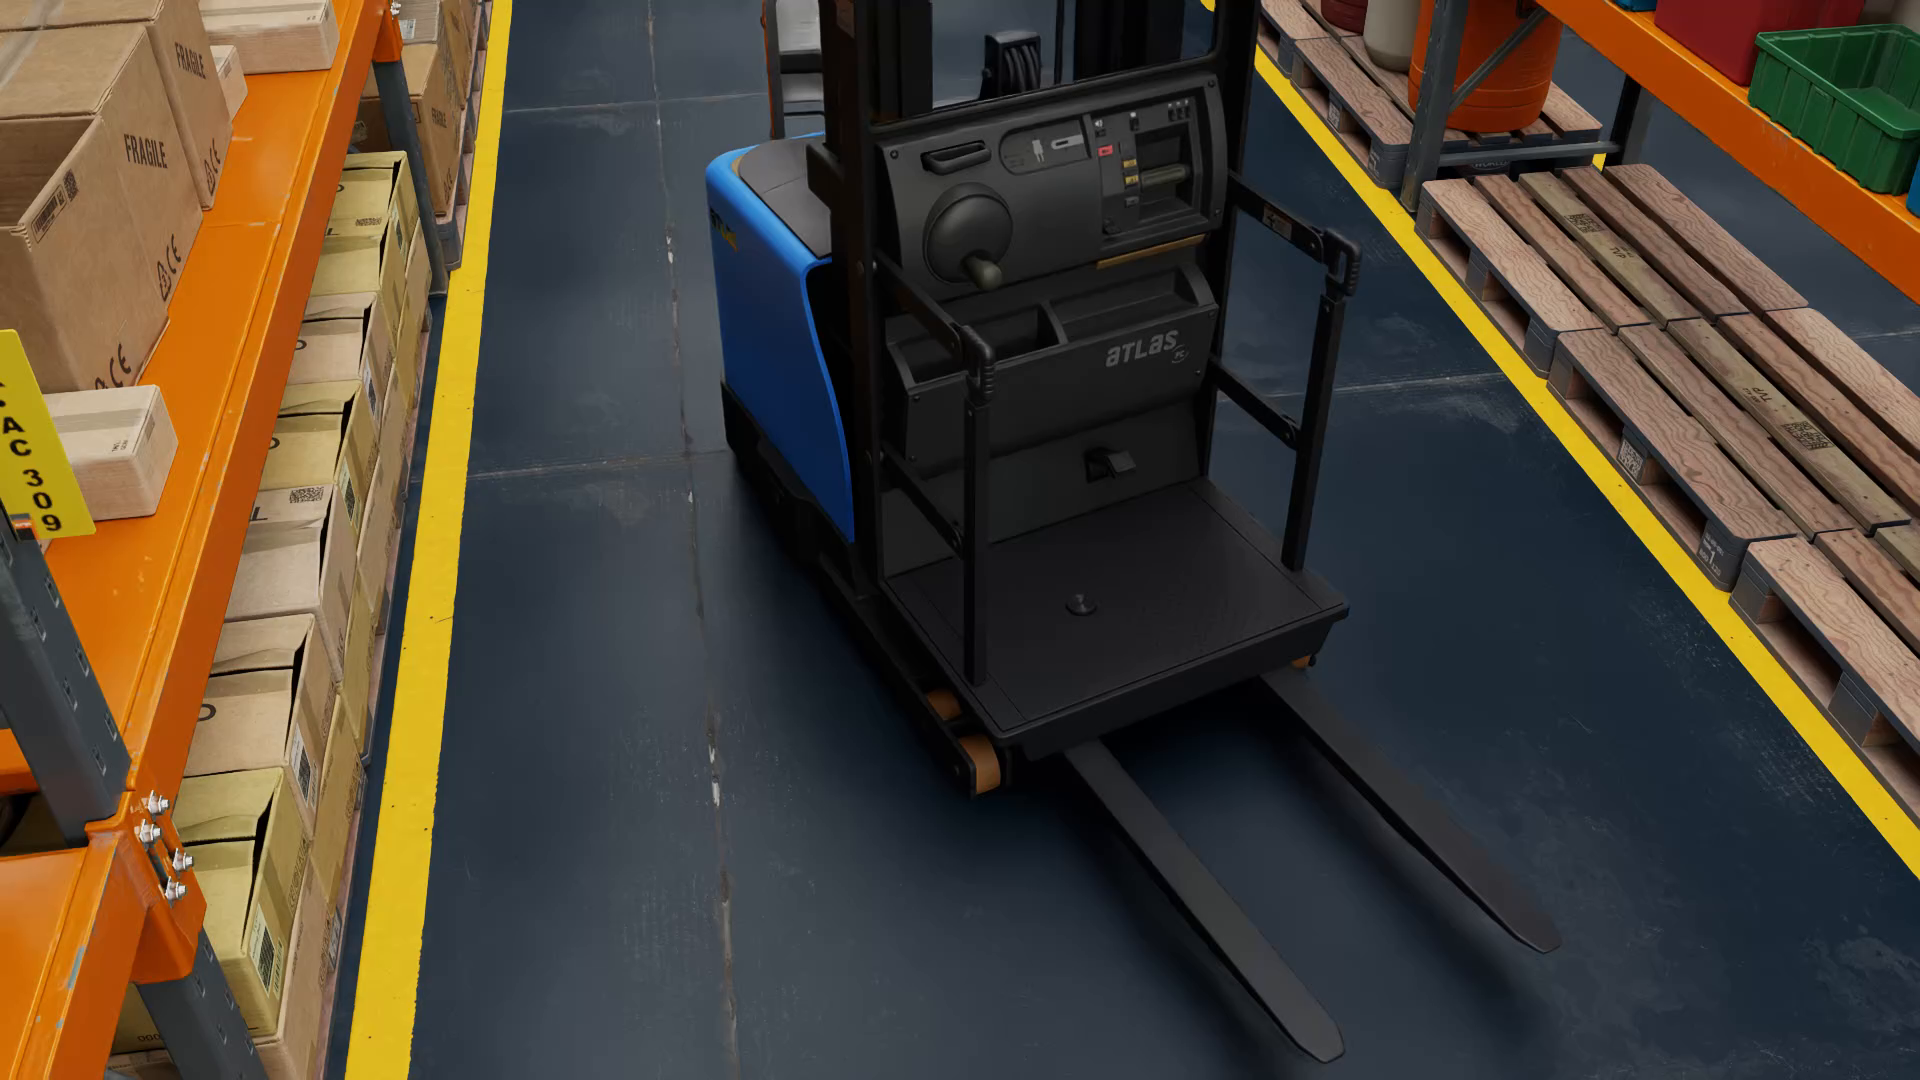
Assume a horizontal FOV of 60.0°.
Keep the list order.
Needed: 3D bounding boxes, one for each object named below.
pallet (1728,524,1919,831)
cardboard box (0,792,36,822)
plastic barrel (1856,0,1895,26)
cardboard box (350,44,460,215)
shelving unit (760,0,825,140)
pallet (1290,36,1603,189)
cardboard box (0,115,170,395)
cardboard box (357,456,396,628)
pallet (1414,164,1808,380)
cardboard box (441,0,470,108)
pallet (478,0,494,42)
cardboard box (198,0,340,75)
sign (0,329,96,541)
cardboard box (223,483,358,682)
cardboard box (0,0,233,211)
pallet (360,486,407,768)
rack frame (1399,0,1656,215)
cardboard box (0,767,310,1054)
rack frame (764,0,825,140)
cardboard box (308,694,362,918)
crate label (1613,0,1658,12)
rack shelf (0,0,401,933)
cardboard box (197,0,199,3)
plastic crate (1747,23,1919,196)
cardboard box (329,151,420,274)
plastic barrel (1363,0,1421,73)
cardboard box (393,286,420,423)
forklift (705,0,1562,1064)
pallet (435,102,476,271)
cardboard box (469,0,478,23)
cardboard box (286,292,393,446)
[{"bbox_3d":[2.905,0.401,4.562,1.003,0.211,1.213,-6,38,-8],"label":"pallet"},{"bbox_3d":[-2.247,0.472,3.640,0.500,0.311,0.500,-5,38,-7],"label":"cardboard box"},{"bbox_3d":[2.844,-1.837,5.079,0.421,0.512,0.421,0,38,0],"label":"plastic barrel"},{"bbox_3d":[-2.296,-1.608,6.553,0.500,0.500,0.500,-5,38,-6],"label":"cardboard box"},{"bbox_3d":[-0.423,-1.498,5.466,0.431,2.100,0.503,-5,38,-6],"label":"shelving unit"},{"bbox_3d":[2.201,-2.016,7.674,1.003,0.211,1.213,-6,38,-8],"label":"pallet"},{"bbox_3d":[-2.007,-0.523,3.396,0.500,0.500,0.500,-4,38,-5],"label":"cardboard box"},{"bbox_3d":[-1.893,0.021,4.676,0.500,0.250,0.500,-6,38,-7],"label":"cardboard box"},{"bbox_3d":[2.477,-1.073,6.459,1.003,0.211,1.213,-6,38,-8],"label":"pallet"},{"bbox_3d":[-2.476,-2.227,7.350,0.500,0.500,0.500,-7,38,-9],"label":"cardboard box"},{"bbox_3d":[-3.019,-2.943,8.866,1.003,0.211,1.213,-6,38,-8],"label":"pallet"},{"bbox_3d":[-2.068,-1.503,4.944,0.380,0.149,0.250,-6,38,-8],"label":"cardboard box"},{"bbox_3d":[-1.250,-0.133,2.206,0.100,0.325,0.005,-6,38,-8],"label":"sign"},{"bbox_3d":[-1.798,0.107,4.109,0.500,0.311,0.500,-7,38,-9],"label":"cardboard box"},{"bbox_3d":[-2.187,-1.143,4.195,0.500,0.500,0.500,-8,39,-10],"label":"cardboard box"},{"bbox_3d":[-2.181,0.222,4.792,1.003,0.211,1.213,-6,38,-8],"label":"pallet"},{"bbox_3d":[2.380,-2.646,6.211,1.000,3.000,0.127,-6,38,-8],"label":"rack frame"},{"bbox_3d":[-1.623,0.723,3.317,0.500,0.311,0.500,-6,38,-8],"label":"cardboard box"},{"bbox_3d":[-0.392,-1.350,5.275,0.400,2.100,0.015,-5,38,-6],"label":"rack frame"},{"bbox_3d":[-1.711,0.641,3.878,0.500,0.250,0.500,-5,38,-7],"label":"cardboard box"},{"bbox_3d":[2.288,-2.031,5.390,0.502,0.435,0.616,-6,38,-8],"label":"crate label"},{"bbox_3d":[-2.147,-0.623,4.194,1.077,0.370,4.000,-6,38,-8],"label":"rack shelf"},{"bbox_3d":[-2.531,-1.519,4.833,0.500,0.311,0.500,-7,38,-8],"label":"cardboard box"},{"bbox_3d":[2.498,-1.168,4.481,0.450,0.188,0.662,-6,38,-8],"label":"plastic crate"},{"bbox_3d":[-2.163,-1.127,5.698,0.500,0.311,0.500,-5,38,-7],"label":"cardboard box"},{"bbox_3d":[2.090,-2.454,7.650,0.421,0.512,0.421,0,38,0],"label":"plastic barrel"},{"bbox_3d":[-2.071,-0.593,5.467,0.500,0.250,0.500,-7,38,-8],"label":"cardboard box"},{"bbox_3d":[0.350,-0.803,3.895,1.130,2.935,3.031,-18,41,-22],"label":"forklift"},{"bbox_3d":[-2.591,-1.469,6.969,1.003,0.211,1.213,-6,38,-8],"label":"pallet"},{"bbox_3d":[-2.664,-2.848,8.150,0.500,0.500,0.500,-6,38,-7],"label":"cardboard box"},{"bbox_3d":[-1.980,-0.509,4.902,0.500,0.311,0.500,-6,38,-8],"label":"cardboard box"}]
